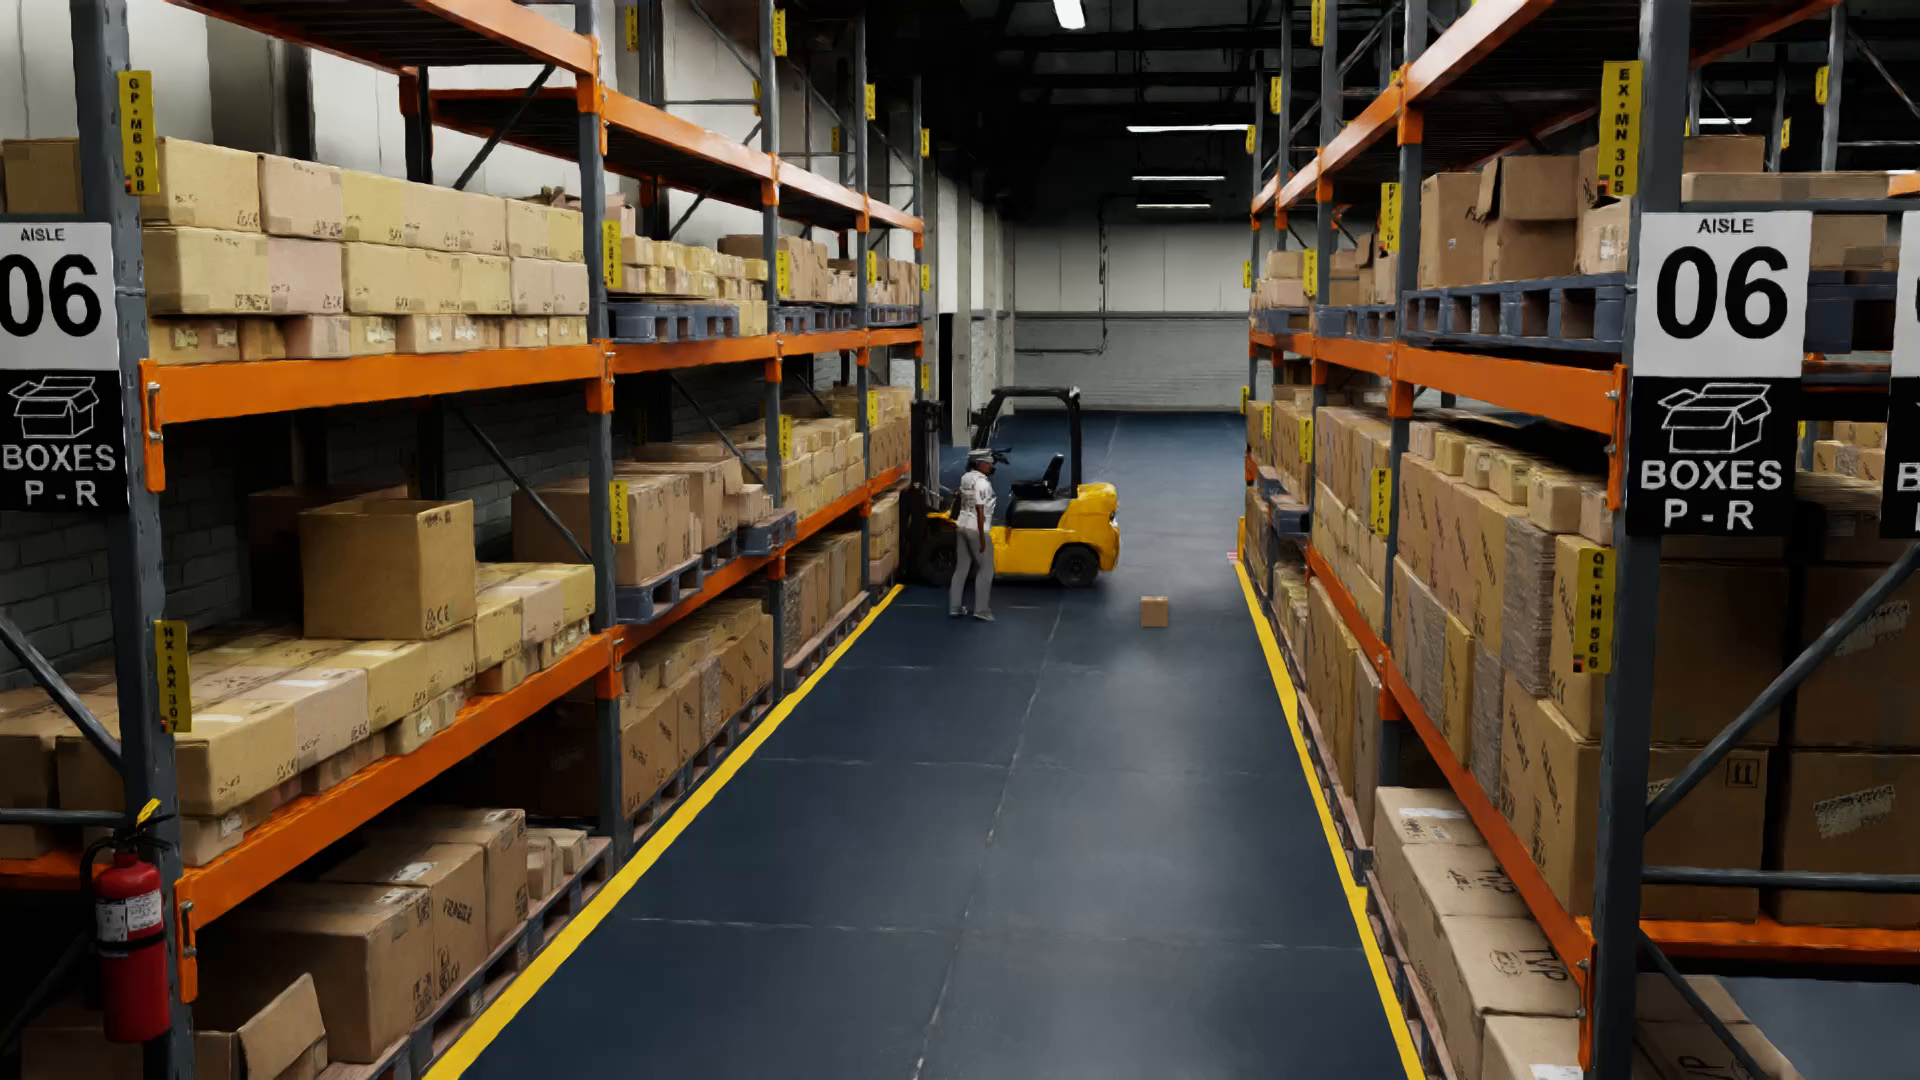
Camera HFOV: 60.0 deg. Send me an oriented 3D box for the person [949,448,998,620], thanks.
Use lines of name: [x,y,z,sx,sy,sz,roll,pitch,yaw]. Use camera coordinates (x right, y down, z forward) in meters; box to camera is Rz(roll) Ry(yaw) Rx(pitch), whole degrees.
person: [0.130,-0.039,16.250,0.445,1.723,0.488,-4,9,-29]
